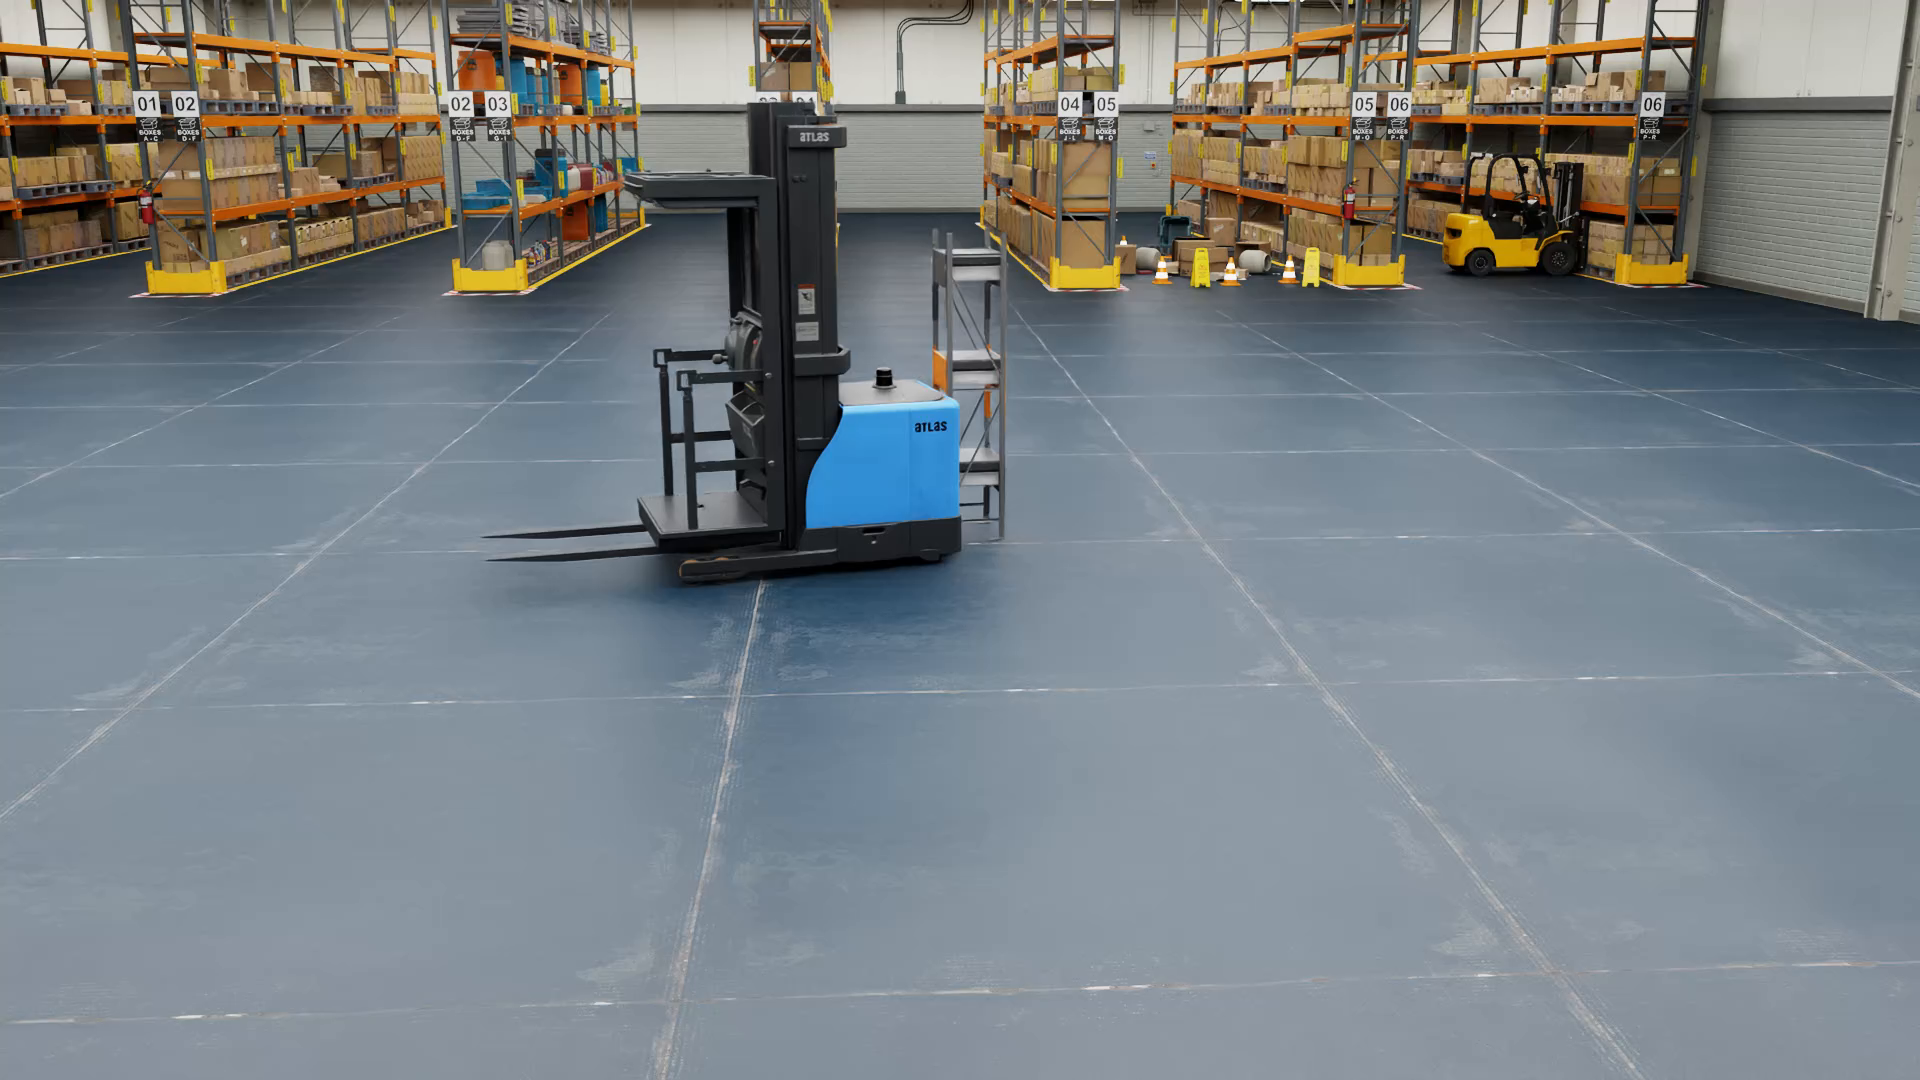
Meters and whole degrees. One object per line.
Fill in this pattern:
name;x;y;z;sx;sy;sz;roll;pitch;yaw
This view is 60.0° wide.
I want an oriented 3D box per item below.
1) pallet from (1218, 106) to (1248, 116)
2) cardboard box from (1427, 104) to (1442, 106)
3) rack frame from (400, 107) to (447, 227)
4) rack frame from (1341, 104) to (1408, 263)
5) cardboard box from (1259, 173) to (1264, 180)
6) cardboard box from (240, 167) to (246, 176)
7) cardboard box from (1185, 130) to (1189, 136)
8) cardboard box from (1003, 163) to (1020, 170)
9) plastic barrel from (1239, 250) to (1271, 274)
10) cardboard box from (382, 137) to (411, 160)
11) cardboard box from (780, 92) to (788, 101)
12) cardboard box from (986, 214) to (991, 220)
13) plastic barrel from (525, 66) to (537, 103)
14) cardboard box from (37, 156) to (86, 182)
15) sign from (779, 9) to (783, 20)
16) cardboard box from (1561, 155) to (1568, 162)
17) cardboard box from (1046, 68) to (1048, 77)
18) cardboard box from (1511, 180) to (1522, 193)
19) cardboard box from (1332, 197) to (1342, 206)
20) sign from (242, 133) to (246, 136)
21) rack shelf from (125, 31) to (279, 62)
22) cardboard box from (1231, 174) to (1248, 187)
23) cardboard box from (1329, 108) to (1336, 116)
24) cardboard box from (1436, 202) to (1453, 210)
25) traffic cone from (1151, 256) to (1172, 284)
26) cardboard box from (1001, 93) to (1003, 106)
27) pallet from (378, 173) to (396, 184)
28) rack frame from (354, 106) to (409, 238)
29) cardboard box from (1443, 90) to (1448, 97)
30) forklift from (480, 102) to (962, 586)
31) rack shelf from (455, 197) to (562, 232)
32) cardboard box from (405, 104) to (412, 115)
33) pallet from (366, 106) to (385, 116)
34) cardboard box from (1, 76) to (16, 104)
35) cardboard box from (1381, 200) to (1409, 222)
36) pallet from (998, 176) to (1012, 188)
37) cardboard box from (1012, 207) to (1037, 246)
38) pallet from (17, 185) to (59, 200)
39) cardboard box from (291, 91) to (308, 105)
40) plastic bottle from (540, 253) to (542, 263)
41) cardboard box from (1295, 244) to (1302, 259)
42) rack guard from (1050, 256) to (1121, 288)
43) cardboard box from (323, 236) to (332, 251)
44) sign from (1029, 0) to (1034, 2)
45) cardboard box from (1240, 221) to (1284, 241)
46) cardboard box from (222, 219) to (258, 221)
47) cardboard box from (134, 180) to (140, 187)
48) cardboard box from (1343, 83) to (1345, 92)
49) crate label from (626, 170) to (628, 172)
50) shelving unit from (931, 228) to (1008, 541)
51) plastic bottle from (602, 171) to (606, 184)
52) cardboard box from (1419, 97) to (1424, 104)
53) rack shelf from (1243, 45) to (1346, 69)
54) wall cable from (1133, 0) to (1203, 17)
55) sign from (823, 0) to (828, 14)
pallet;6.387;-9.643;37.346;1.003;0.211;1.213;0;14;-1
cardboard box;11.511;-10.571;40.278;0.500;0.250;0.500;-1;14;-5
rack frame;-13.722;-9.529;42.543;1.000;3.000;0.127;-1;14;-3
rack frame;7.048;-5.855;28.263;1.000;3.000;0.127;-1;14;-3
cardboard box;6.431;-7.576;34.612;0.380;0.149;0.250;0;14;0
cardboard box;-12.634;-6.396;28.862;0.380;0.149;0.250;-1;14;-3
cardboard box;5.856;-10.202;41.649;0.380;0.149;0.250;-1;14;-5
cardboard box;1.133;-8.085;35.993;0.380;0.149;0.250;-1;14;-2
plastic barrel;5.409;-5.098;30.490;0.512;0.421;0.421;10;18;35
cardboard box;-13.222;-9.189;39.012;0.500;0.500;0.500;-1;14;-2
cardboard box;-3.071;-7.406;27.772;0.380;0.149;0.250;-1;14;-5
cardboard box;0.862;-8.229;42.370;0.380;0.149;0.250;-1;14;-3
plastic barrel;-8.282;-8.439;31.280;0.600;0.901;0.708;-1;14;-3
cardboard box;-18.069;-7.468;33.450;0.700;0.500;0.500;-2;15;-9
sign;-4.142;-12.118;38.374;0.100;0.325;0.005;-1;14;-3
cardboard box;11.522;-7.158;31.226;0.380;0.149;0.250;-1;14;-2
cardboard box;1.692;-8.053;28.648;0.380;0.149;0.250;-1;14;-3
cardboard box;11.425;-7.101;33.407;0.500;0.250;0.500;-1;14;-4
cardboard box;6.685;-5.884;28.881;0.380;0.149;0.250;-1;14;-4
sign;-18.123;-10.132;42.088;0.100;0.325;0.005;-1;14;-3
rack shelf;-12.854;-8.411;28.403;1.077;0.370;4.000;-1;14;-3
cardboard box;6.262;-7.894;36.488;0.500;0.250;0.500;-1;14;-5
cardboard box;6.704;-7.524;29.233;0.380;0.149;0.250;-1;14;-4
cardboard box;11.169;-7.678;38.221;0.380;0.149;0.250;-2;15;-6
traffic cone;3.498;-4.679;28.783;0.336;0.463;0.334;-1;14;-3
cardboard box;1.215;-10.129;38.189;0.500;0.311;0.500;-1;14;-4
pallet;-13.533;-8.241;37.922;1.003;0.211;1.213;-1;14;-3
rack frame;-13.474;-8.535;38.677;1.000;3.000;0.127;-1;14;-3
cardboard box;11.109;-10.043;37.424;0.380;0.149;0.250;-1;14;-3
forklift;-1.563;-1.277;10.609;3.031;2.935;1.130;-5;15;-18
rack shelf;-7.910;-5.775;29.394;1.077;0.370;4.000;-1;14;-3
cardboard box;-13.284;-10.164;39.290;0.500;0.250;0.500;-1;14;-3
pallet;-13.436;-9.475;36.690;1.213;0.211;1.003;-1;14;-3
cardboard box;-17.876;-8.309;30.738;0.500;0.500;0.500;1;14;5
cardboard box;11.032;-8.280;41.860;0.700;0.500;0.500;-1;14;-6
pallet;1.468;-7.826;36.308;1.213;0.211;1.003;-1;14;-3
cardboard box;1.624;-6.487;34.390;1.050;0.750;0.750;-1;14;-3
pallet;-17.824;-6.567;31.415;1.003;0.211;1.213;-1;14;-3
cardboard box;-13.036;-8.605;32.388;0.500;0.250;0.500;-2;15;-8
plastic bottle;-7.634;-5.125;30.159;0.097;0.201;0.097;0;14;0
cardboard box;6.612;-5.438;31.318;0.500;0.250;0.500;0;14;0
rack guard;2.115;-4.537;28.157;1.175;0.500;0.348;-1;14;-3
cardboard box;-12.852;-5.903;33.126;0.500;0.250;0.500;-1;14;-2
sign;1.325;-10.133;30.817;0.100;0.325;0.005;-1;14;-3
cardboard box;6.577;-6.635;35.724;0.950;0.372;0.625;-2;15;-7
cardboard box;-13.262;-5.660;30.674;0.500;0.500;0.500;-1;14;-3
cardboard box;-18.067;-7.755;36.113;0.380;0.149;0.250;-1;14;-3
cardboard box;6.755;-7.717;28.382;0.380;0.149;0.250;-1;14;-2
crate label;-8.501;-9.165;41.536;0.396;0.136;0.243;-1;14;-3
shelving unit;0.059;-1.068;11.464;0.431;2.100;0.503;-3;15;-11
plastic bottle;-8.129;-8.241;37.784;0.152;0.276;0.135;-1;14;-3
cardboard box;10.905;-10.229;38.703;0.380;0.149;0.250;-1;14;-3
rack shelf;6.676;-9.711;33.455;1.077;0.370;4.000;-1;14;-3
wall cable;6.174;-14.161;48.505;2.355;3.000;0.029;-1;14;-3
sign;-2.798;-11.099;34.569;0.100;0.325;0.005;-1;14;-3
